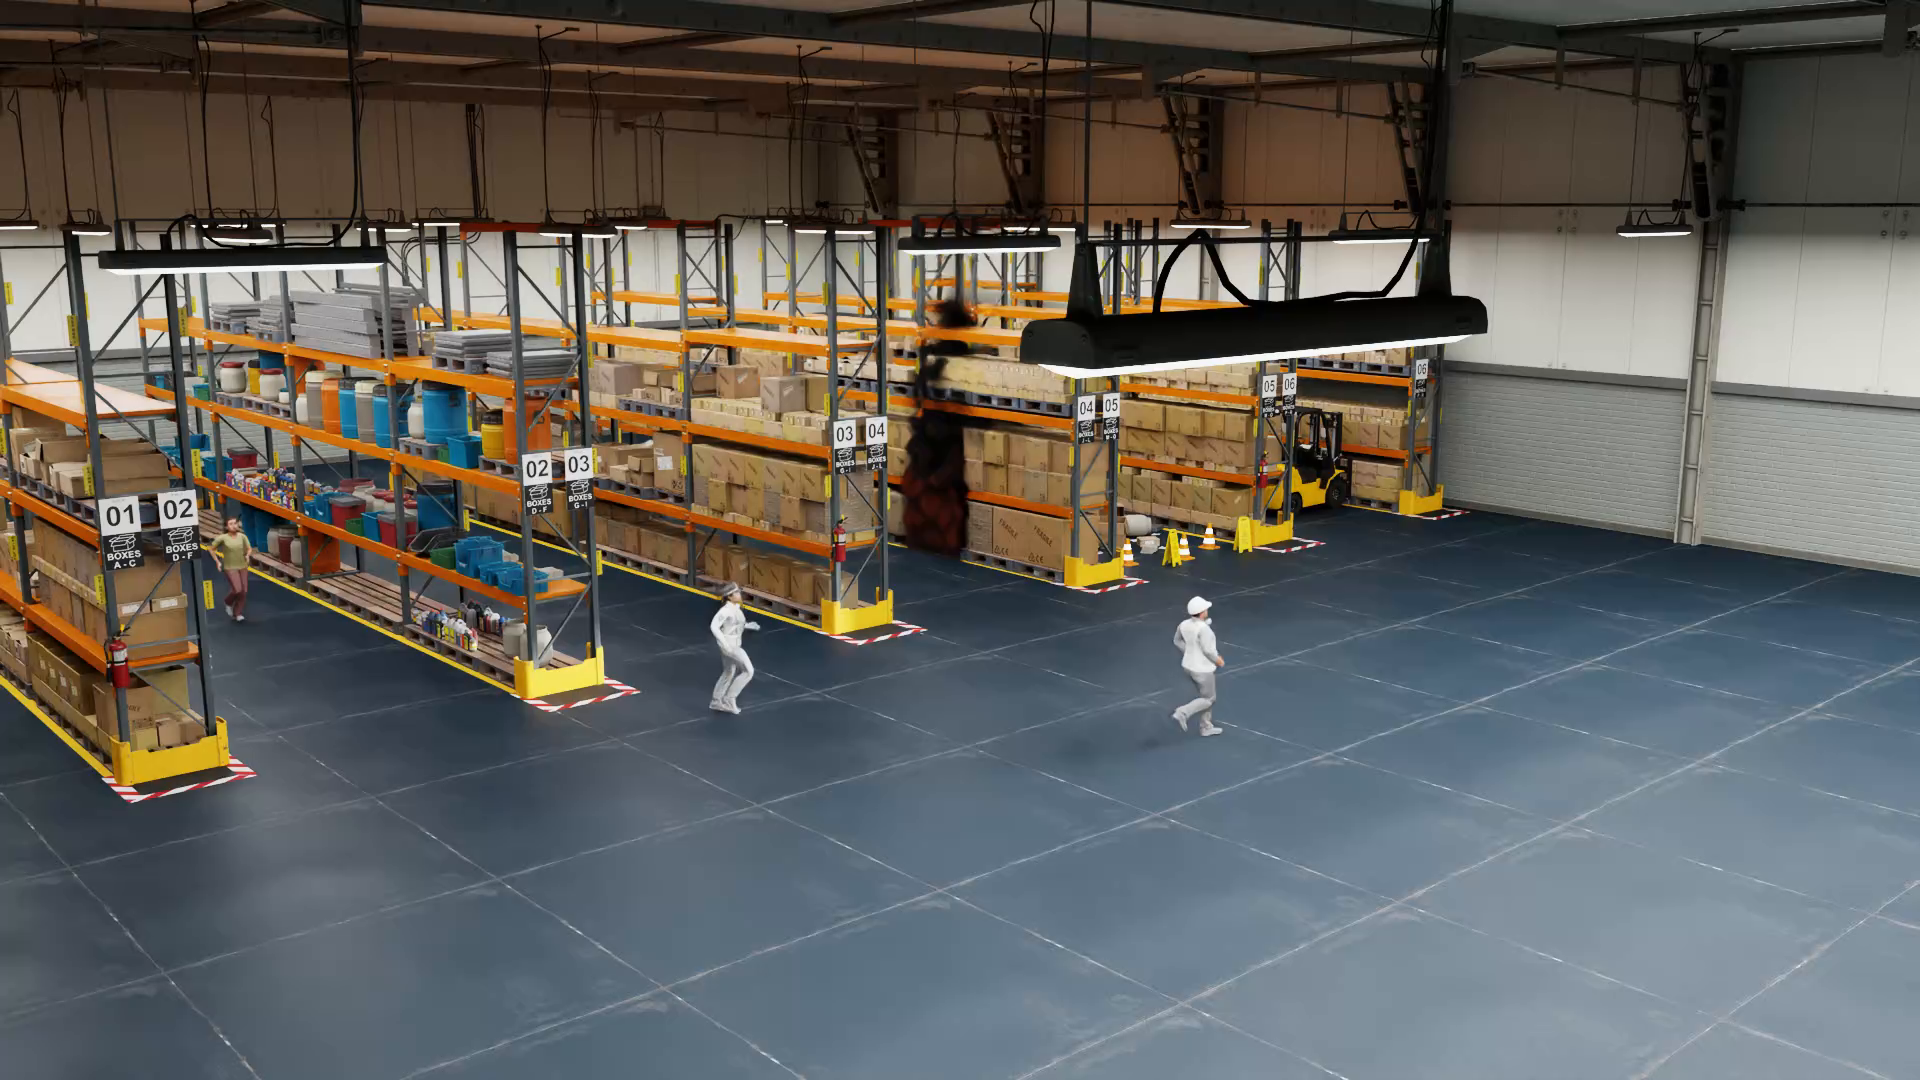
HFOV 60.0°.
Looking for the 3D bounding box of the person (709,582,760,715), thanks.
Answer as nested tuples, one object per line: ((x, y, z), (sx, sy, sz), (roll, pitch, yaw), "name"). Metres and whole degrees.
((-2.846, 1.352, 20.960), (0.647, 1.701, 0.585), (-1, 11, -5), "person")

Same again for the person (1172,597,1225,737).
((2.840, 1.528, 19.893), (0.762, 1.738, 0.675), (-6, 13, -26), "person")

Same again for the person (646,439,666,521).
((-6.014, -1.073, 32.730), (0.674, 1.825, 0.718), (-11, 16, -43), "person")

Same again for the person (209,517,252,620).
((-11.108, 0.448, 25.522), (0.533, 1.624, 0.580), (10, 15, 42), "person")
